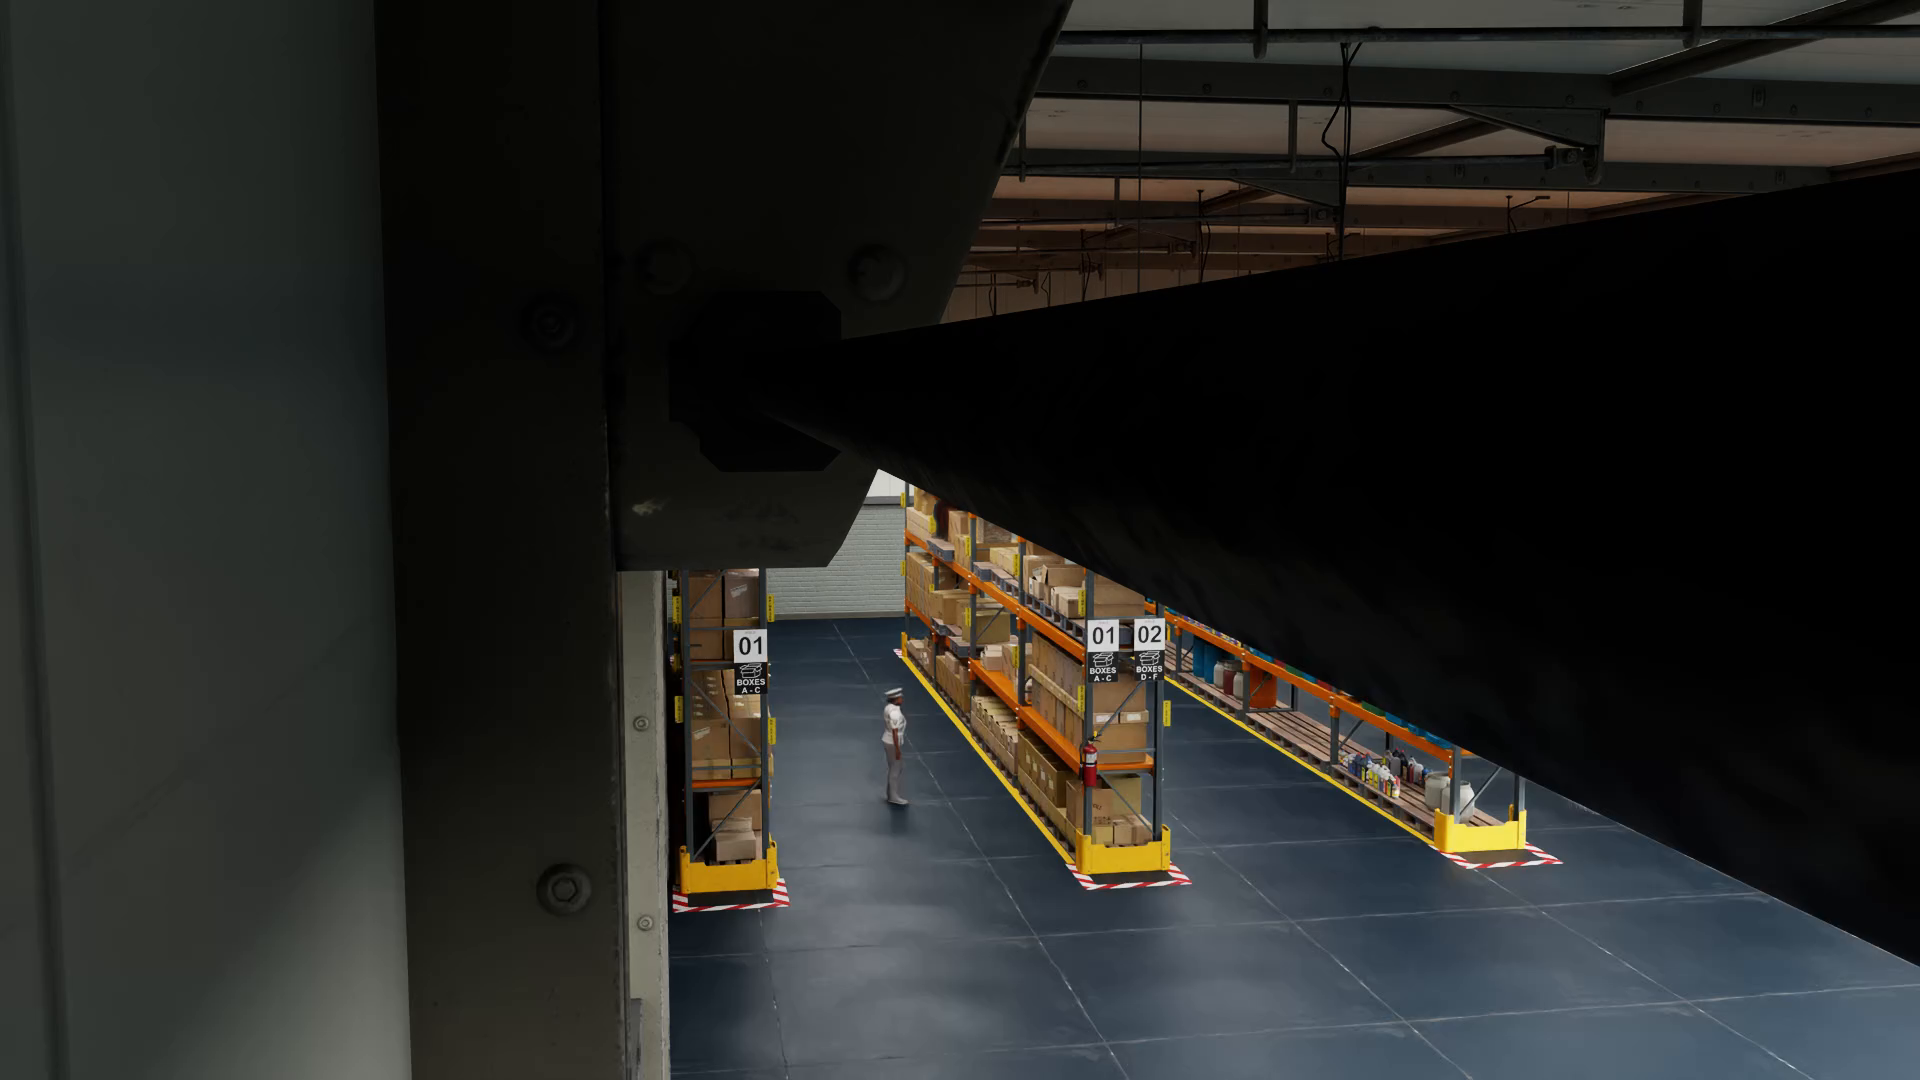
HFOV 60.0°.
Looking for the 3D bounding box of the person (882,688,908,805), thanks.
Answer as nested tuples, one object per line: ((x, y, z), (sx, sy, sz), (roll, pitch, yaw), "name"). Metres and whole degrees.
((-0.956, 3.028, 24.247), (0.350, 1.764, 0.522), (-1, 6, -9), "person")
